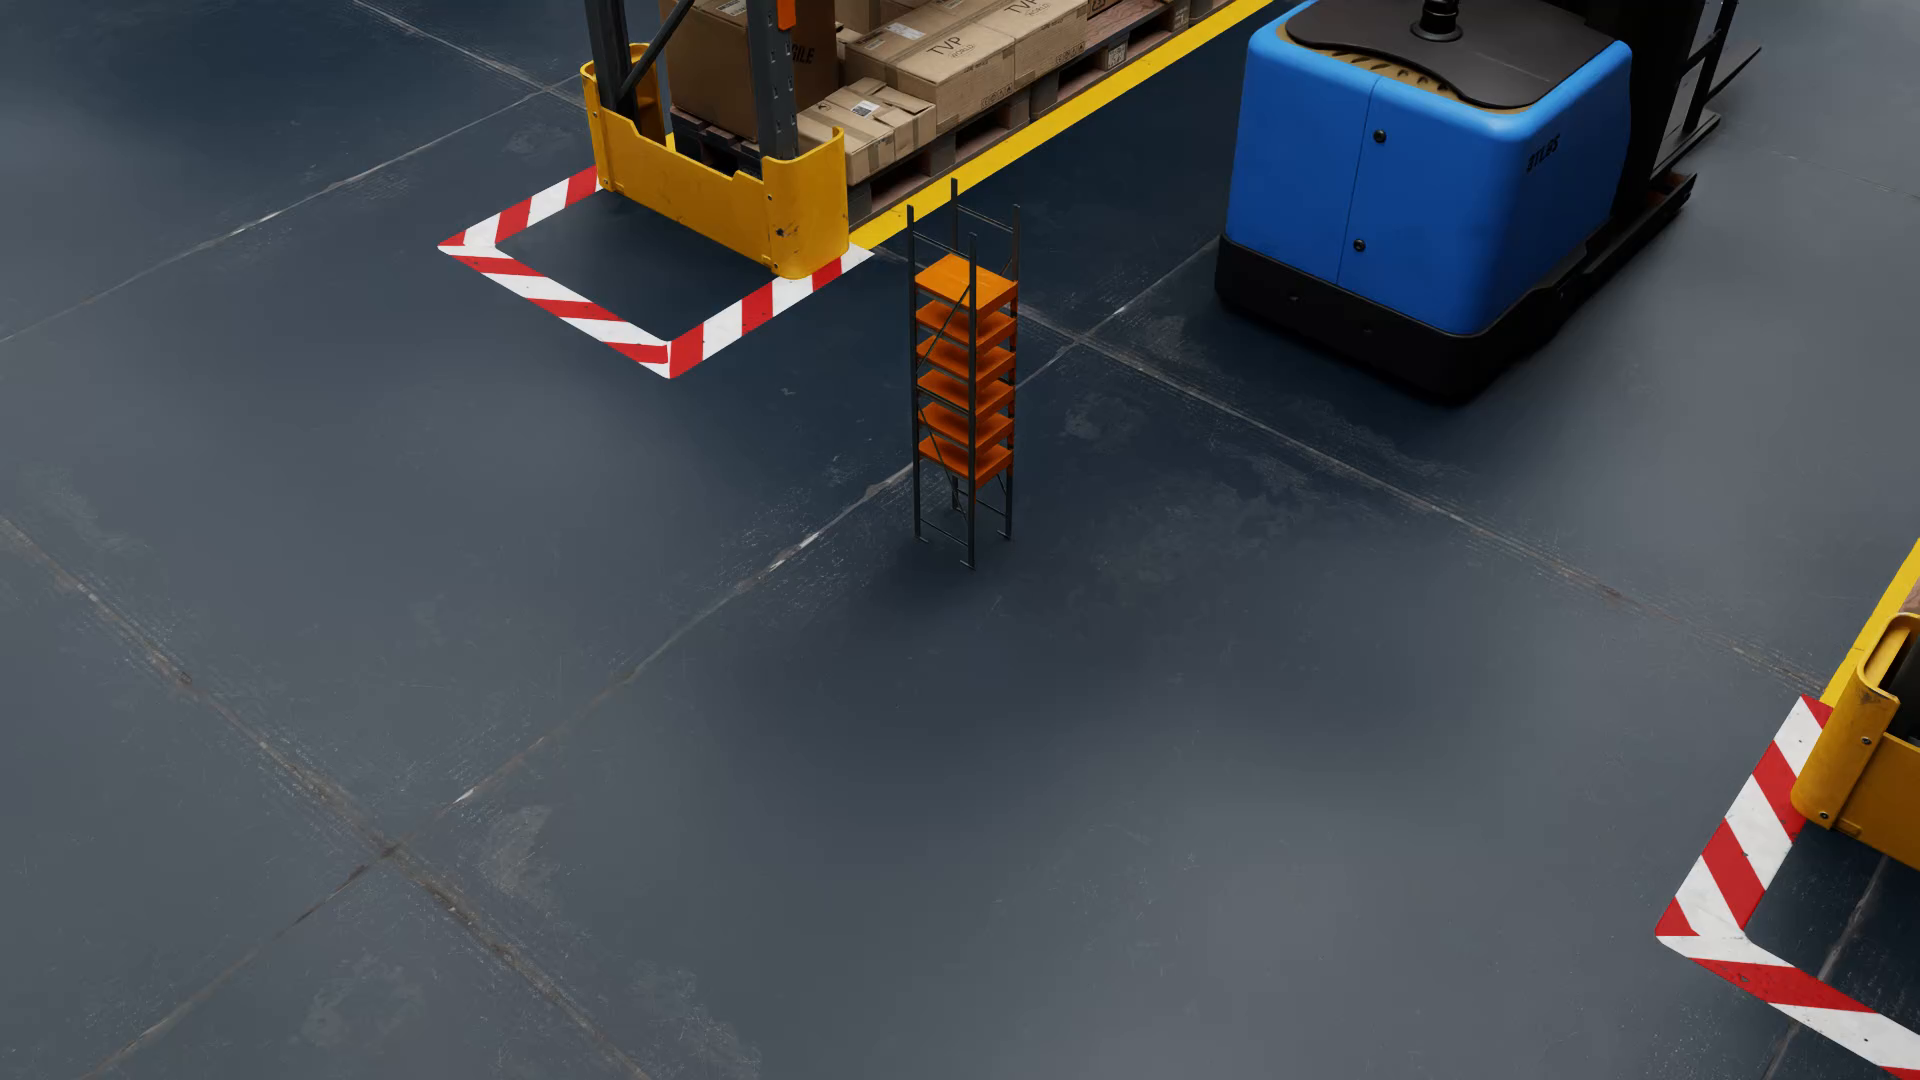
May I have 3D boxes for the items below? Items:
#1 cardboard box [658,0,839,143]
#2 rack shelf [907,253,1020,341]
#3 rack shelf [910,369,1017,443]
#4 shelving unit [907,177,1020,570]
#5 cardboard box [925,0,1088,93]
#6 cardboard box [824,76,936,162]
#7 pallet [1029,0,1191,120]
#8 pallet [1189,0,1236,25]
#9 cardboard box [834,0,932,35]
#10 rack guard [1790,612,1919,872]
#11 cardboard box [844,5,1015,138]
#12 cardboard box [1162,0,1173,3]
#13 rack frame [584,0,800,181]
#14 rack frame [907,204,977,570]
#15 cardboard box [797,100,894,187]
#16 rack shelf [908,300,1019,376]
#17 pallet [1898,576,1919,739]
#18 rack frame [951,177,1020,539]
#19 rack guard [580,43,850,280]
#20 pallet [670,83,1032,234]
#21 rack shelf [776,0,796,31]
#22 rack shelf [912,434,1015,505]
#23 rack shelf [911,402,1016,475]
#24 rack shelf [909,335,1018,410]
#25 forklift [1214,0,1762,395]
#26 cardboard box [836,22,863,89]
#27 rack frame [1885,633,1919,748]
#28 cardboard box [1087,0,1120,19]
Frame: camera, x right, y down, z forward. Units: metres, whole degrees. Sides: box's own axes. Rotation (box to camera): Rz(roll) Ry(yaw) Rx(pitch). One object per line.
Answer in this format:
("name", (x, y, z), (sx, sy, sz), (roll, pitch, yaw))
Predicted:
("cardboard box", (-0.851, -2.011, 6.763), (0.500, 0.500, 0.500), (29, 50, 28))
("rack shelf", (0.009, -0.685, 4.642), (0.258, 0.103, 0.180), (29, 50, 28))
("rack shelf", (0.009, -0.419, 4.884), (0.258, 0.103, 0.180), (29, 50, 28))
("shelving unit", (0.009, -0.451, 4.855), (0.258, 1.200, 0.189), (29, 50, 28))
("cardboard box", (0.198, -2.204, 7.161), (0.500, 0.250, 0.500), (29, 50, 28))
("cardboard box", (-0.319, -1.696, 6.665), (0.380, 0.166, 0.250), (29, 50, 28))
("pallet", (0.334, -2.430, 7.765), (1.003, 0.211, 1.213), (29, 50, 28))
("pallet", (1.119, -3.061, 8.459), (1.003, 0.211, 1.213), (29, 50, 28))
("cardboard box", (-0.217, -2.394, 7.370), (0.500, 0.250, 0.500), (29, 50, 28))
("rack guard", (2.766, 0.694, 4.115), (1.175, 0.500, 0.348), (29, 50, 28))
("cardboard box", (-0.123, -1.946, 6.877), (0.500, 0.250, 0.500), (29, 50, 28))
("cardboard box", (0.930, -2.811, 7.784), (0.500, 0.311, 0.500), (29, 50, 28))
("rack frame", (-1.012, -2.386, 5.644), (1.000, 3.000, 0.127), (29, 50, 28))
("rack frame", (-0.050, -0.404, 4.803), (0.240, 1.200, 0.006), (29, 50, 28))
("cardboard box", (-0.480, -1.561, 6.529), (0.380, 0.149, 0.250), (29, 50, 28))
("rack shelf", (0.009, -0.596, 4.723), (0.258, 0.103, 0.180), (29, 50, 28))
("pallet", (3.236, 0.343, 4.716), (1.003, 0.211, 1.213), (29, 50, 28))
("rack frame", (0.068, -0.498, 4.906), (0.240, 1.200, 0.006), (29, 50, 28))
("rack guard", (-0.963, -1.500, 6.528), (1.175, 0.500, 0.348), (29, 50, 28))
("pallet", (-0.451, -1.804, 7.078), (1.003, 0.211, 1.213), (29, 50, 28))
("rack shelf", (0.275, -3.150, 7.019), (1.077, 0.370, 4.000), (29, 50, 28))
("rack shelf", (0.009, -0.241, 5.046), (0.258, 0.103, 0.180), (29, 50, 28))
("rack shelf", (0.009, -0.330, 4.965), (0.258, 0.103, 0.180), (29, 50, 28))
("rack shelf", (0.009, -0.507, 4.804), (0.258, 0.103, 0.180), (29, 50, 28))
("forklift", (2.290, -2.497, 5.817), (1.130, 2.935, 3.031), (30, 50, 29))
("cardboard box", (-0.521, -2.057, 7.061), (0.380, 0.166, 0.250), (29, 50, 28))
("rack frame", (2.782, -0.243, 3.288), (1.000, 3.000, 0.127), (29, 50, 28))
("cardboard box", (0.357, -2.715, 7.535), (0.797, 0.503, 0.637), (29, 50, 28))
